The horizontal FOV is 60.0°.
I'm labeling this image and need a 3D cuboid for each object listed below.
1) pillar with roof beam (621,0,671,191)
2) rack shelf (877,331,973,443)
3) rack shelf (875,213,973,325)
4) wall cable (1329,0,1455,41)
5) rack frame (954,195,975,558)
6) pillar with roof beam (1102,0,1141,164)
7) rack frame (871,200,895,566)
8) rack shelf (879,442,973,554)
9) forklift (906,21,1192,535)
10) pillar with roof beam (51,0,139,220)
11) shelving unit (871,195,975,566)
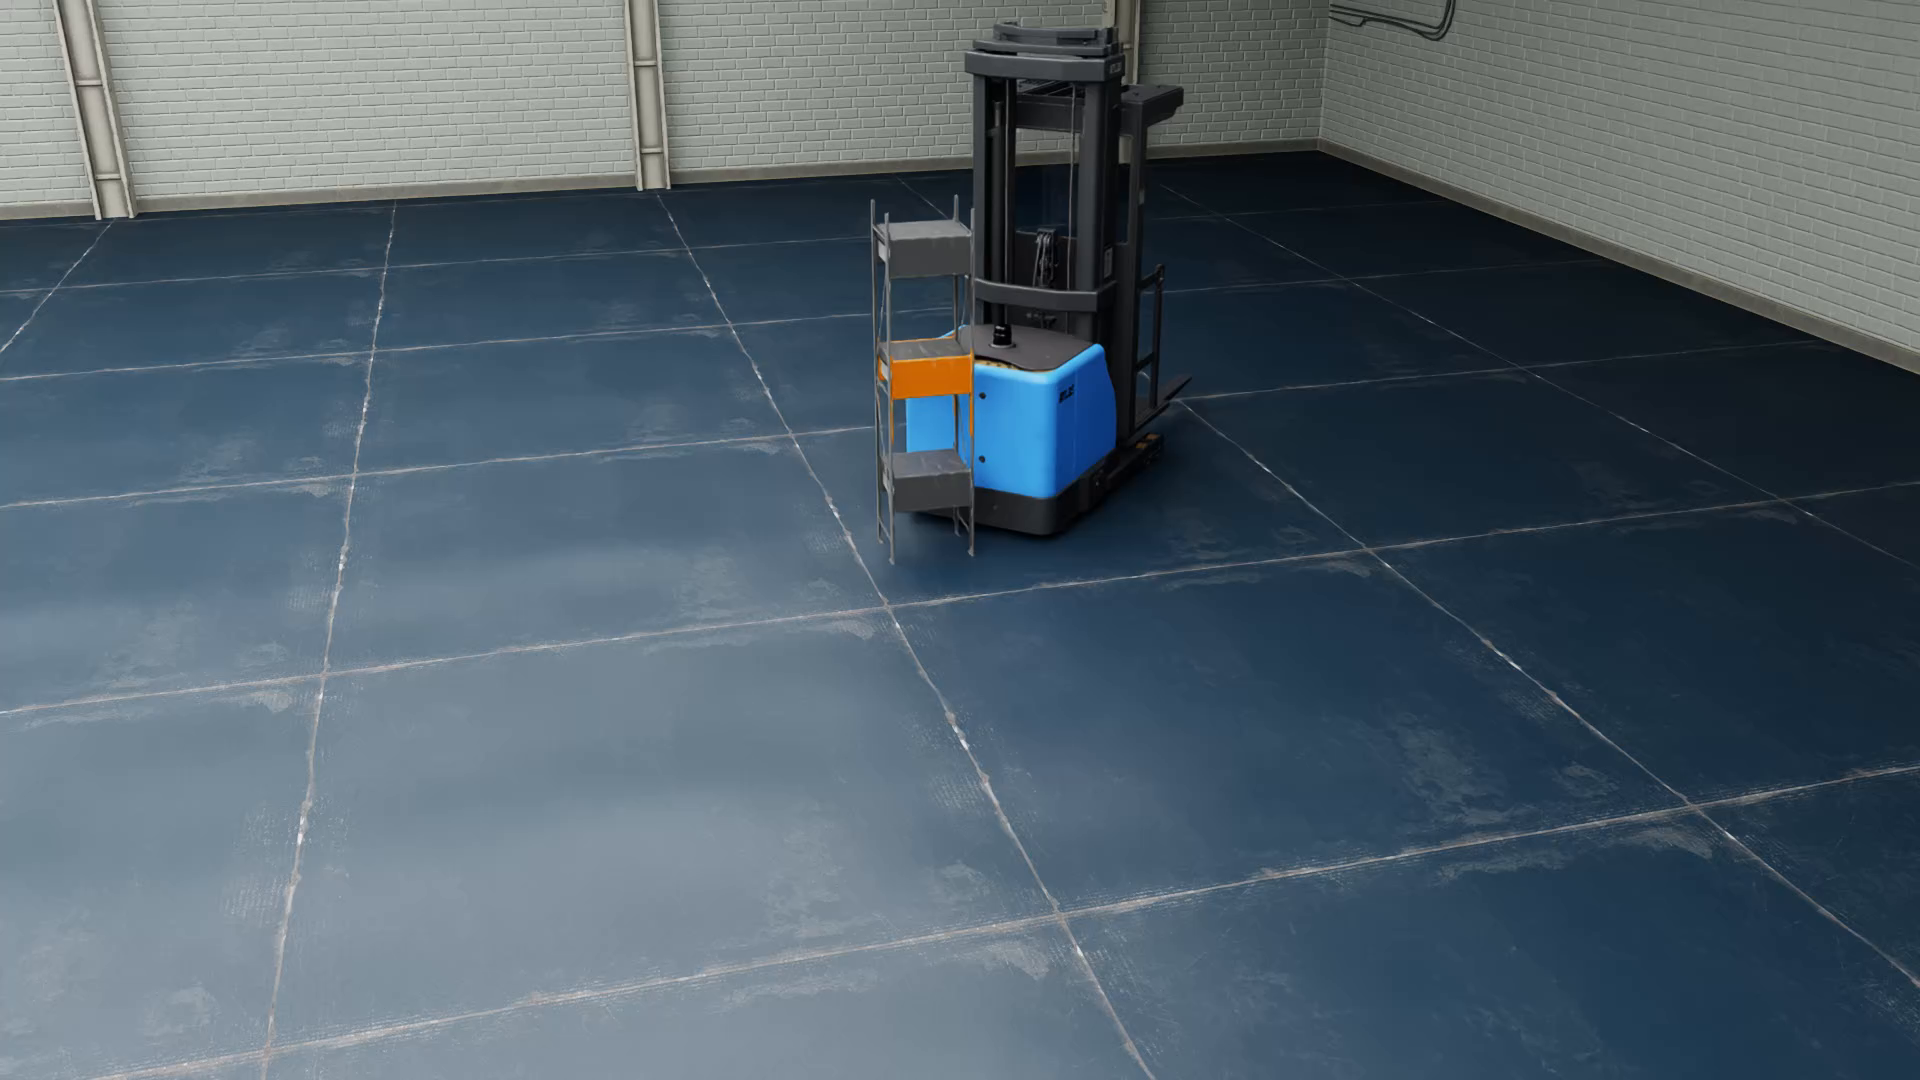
[{"bbox_3d":[-2.575,-6.802,14.689,0.400,9.000,9.100,-6,24,-14],"label":"pillar with roof beam"},{"bbox_3d":[-0.211,-0.899,9.717,0.480,0.518,0.431,-6,24,-14],"label":"rack shelf"},{"bbox_3d":[-0.211,-1.542,9.441,0.480,0.518,0.431,-6,24,-14],"label":"rack shelf"},{"bbox_3d":[5.232,-7.460,20.161,0.112,2.526,3.097,-6,24,-14],"label":"wall cable"},{"bbox_3d":[0.025,-0.936,9.769,0.015,2.100,0.400,-6,24,-14],"label":"rack frame"},{"bbox_3d":[3.202,-7.441,16.179,0.400,9.000,9.100,-6,24,-14],"label":"pillar with roof beam"},{"bbox_3d":[-0.447,-0.887,9.655,0.015,2.100,0.400,-6,24,-14],"label":"rack frame"},{"bbox_3d":[-0.211,-0.256,9.993,0.480,0.518,0.431,-6,24,-14],"label":"rack shelf"},{"bbox_3d":[0.770,-1.921,11.010,1.130,2.935,3.031,11,26,25],"label":"forklift"},{"bbox_3d":[-8.352,-6.162,13.200,0.400,9.000,9.100,-6,24,-14],"label":"pillar with roof beam"},{"bbox_3d":[-0.211,-0.912,9.712,0.503,2.100,0.431,-6,24,-14],"label":"shelving unit"}]
